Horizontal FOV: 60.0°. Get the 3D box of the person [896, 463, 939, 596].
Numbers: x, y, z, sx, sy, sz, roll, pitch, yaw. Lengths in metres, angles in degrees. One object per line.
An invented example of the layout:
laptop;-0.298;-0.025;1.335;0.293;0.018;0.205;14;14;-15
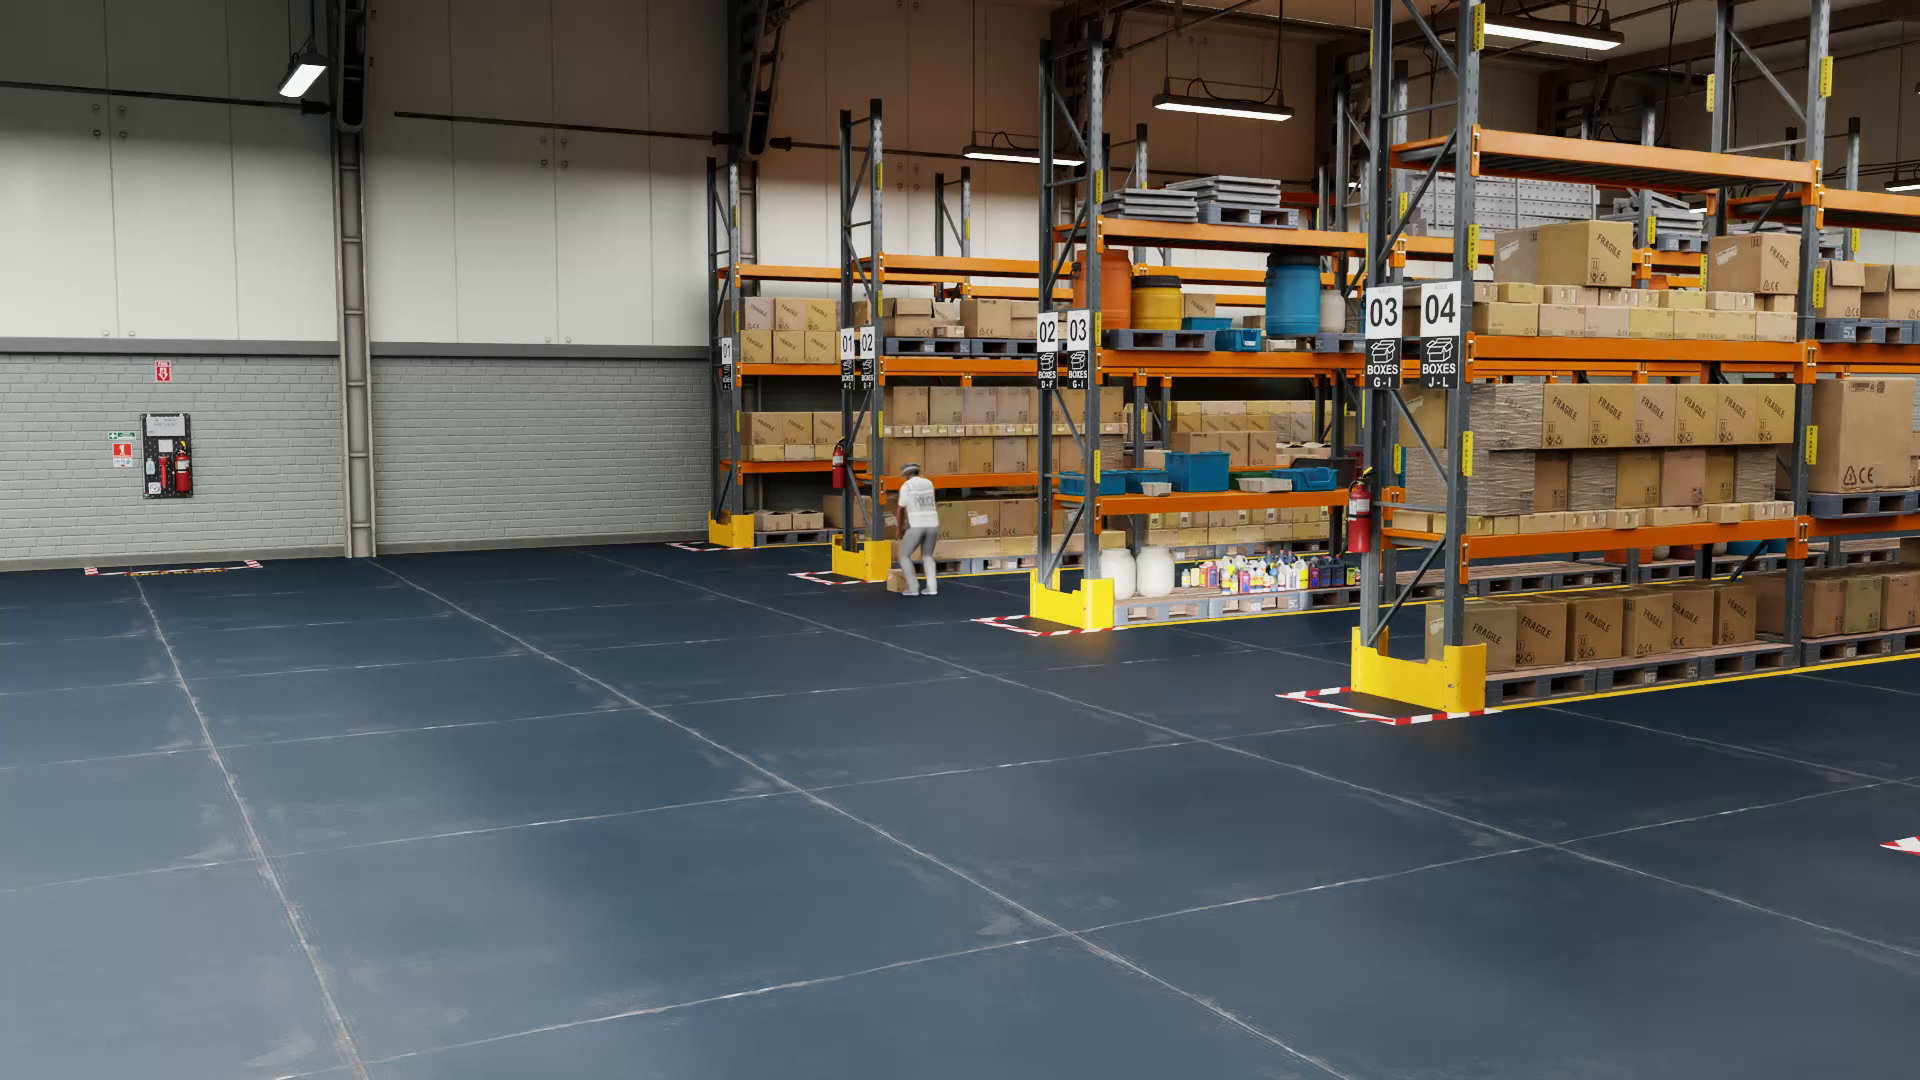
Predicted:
person;-0.515;-0.124;19.520;0.476;1.563;0.541;-3;6;-27
